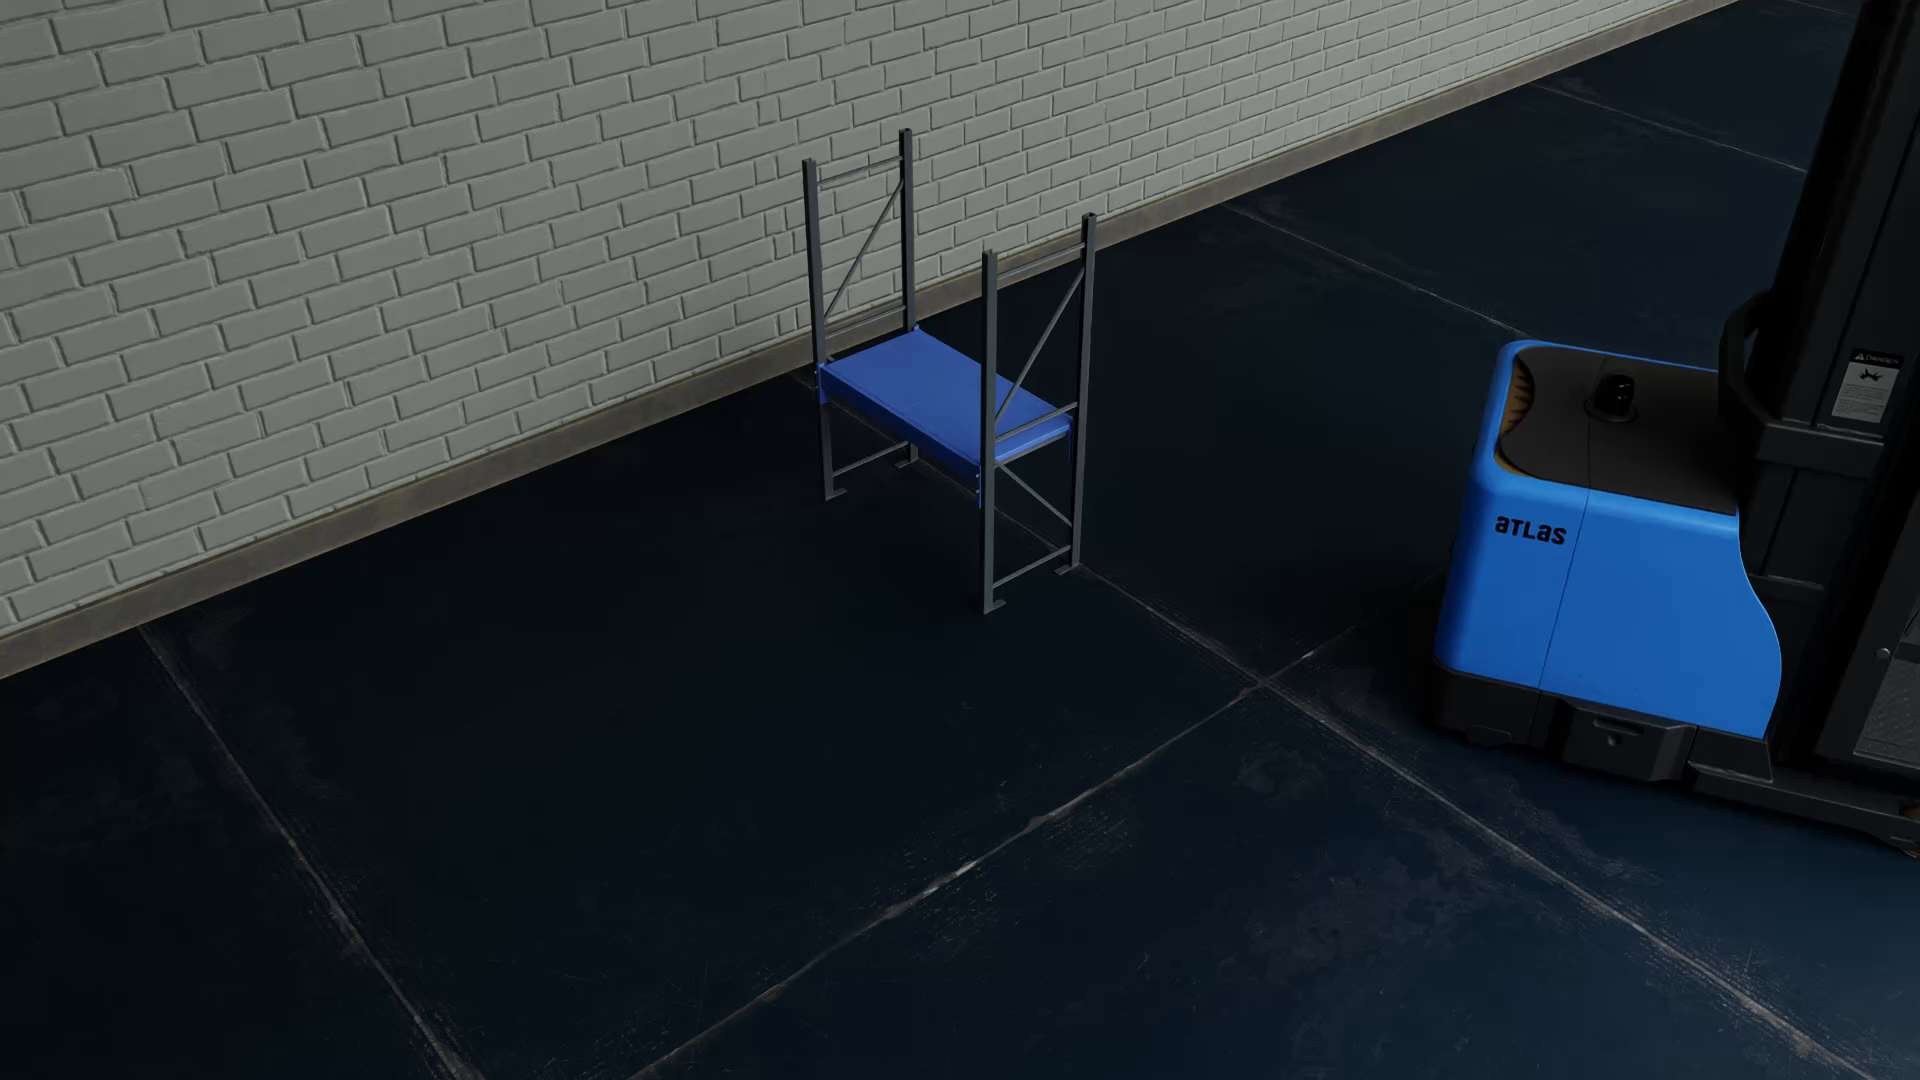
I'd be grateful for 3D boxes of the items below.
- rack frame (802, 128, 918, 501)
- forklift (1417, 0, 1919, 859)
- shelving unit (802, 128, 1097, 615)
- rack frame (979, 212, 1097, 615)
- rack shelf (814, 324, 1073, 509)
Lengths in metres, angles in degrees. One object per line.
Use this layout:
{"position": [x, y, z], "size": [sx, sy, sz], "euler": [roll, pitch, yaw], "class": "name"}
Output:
{"position": [-0.383, -0.874, 6.687], "size": [0.500, 1.500, 0.032], "euler": [-26, 43, -32], "class": "rack frame"}
{"position": [3.168, -0.487, 4.901], "size": [3.031, 2.935, 1.130], "euler": [12, 37, 17], "class": "forklift"}
{"position": [-0.055, -0.650, 6.370], "size": [0.538, 1.500, 1.048], "euler": [-26, 43, -32], "class": "shelving unit"}
{"position": [0.273, -0.425, 6.053], "size": [0.500, 1.500, 0.032], "euler": [-26, 43, -32], "class": "rack frame"}
{"position": [-0.055, -0.503, 6.474], "size": [0.538, 0.185, 1.000], "euler": [-26, 43, -32], "class": "rack shelf"}
